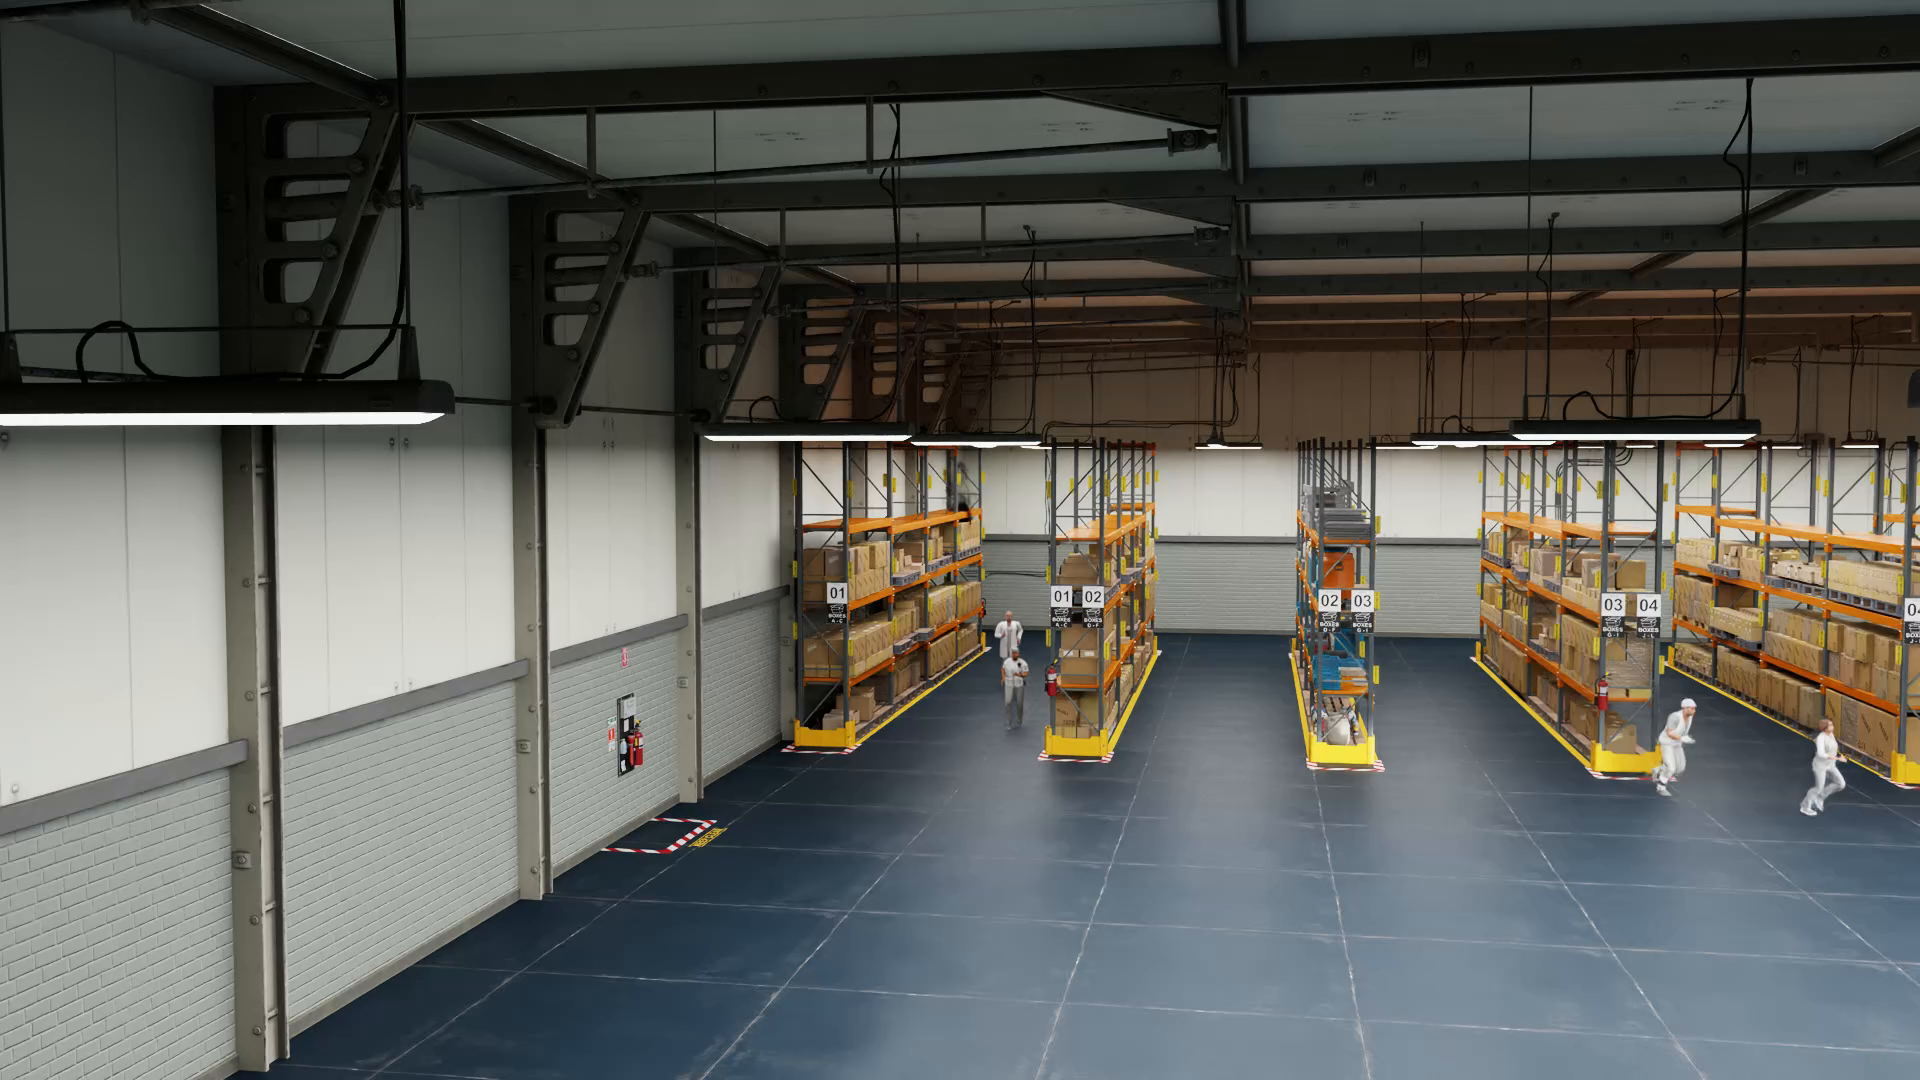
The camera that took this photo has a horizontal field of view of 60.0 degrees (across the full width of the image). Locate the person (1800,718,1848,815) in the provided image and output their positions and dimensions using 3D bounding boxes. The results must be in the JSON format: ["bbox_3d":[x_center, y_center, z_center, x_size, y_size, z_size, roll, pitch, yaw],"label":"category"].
[{"bbox_3d":[13.560,3.557,26.029,0.558,1.553,0.719,-2,4,-34],"label":"person"}]

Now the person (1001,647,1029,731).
[{"bbox_3d":[1.135,3.073,34.463,0.582,1.732,0.759,0,3,6],"label":"person"}]

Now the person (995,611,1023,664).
[{"bbox_3d":[1.195,2.643,40.778,0.698,1.784,1.034,0,3,0],"label":"person"}]

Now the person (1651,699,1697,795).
[{"bbox_3d":[11.936,3.437,27.726,0.672,1.652,0.838,-2,4,-34],"label":"person"}]
